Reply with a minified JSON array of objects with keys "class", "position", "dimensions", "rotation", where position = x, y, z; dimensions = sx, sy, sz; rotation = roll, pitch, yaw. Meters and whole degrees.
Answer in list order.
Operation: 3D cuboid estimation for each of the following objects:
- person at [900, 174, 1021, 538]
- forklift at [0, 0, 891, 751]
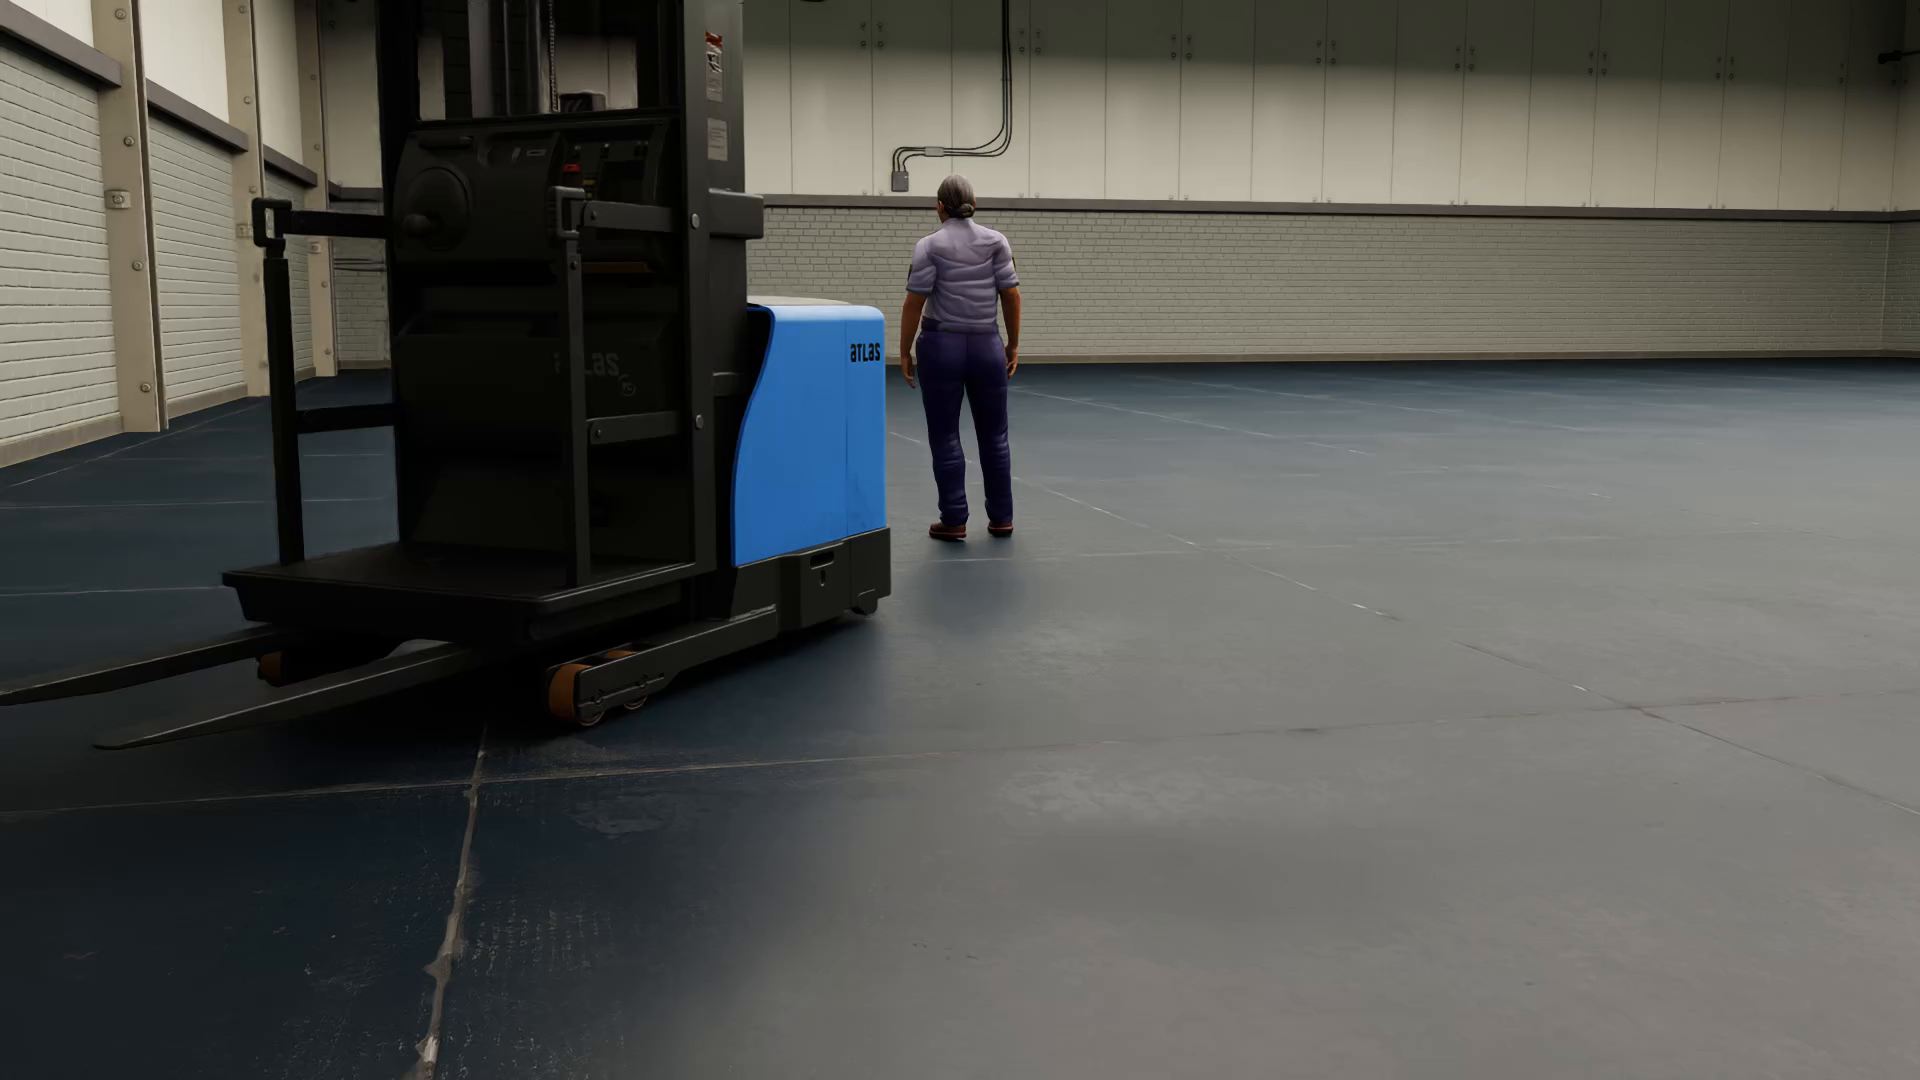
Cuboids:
[{"class":"person","position":[0.001,-0.836,7.684],"dimensions":[0.599,1.650,0.501],"rotation":[-2,8,-13]},{"class":"forklift","position":[-1.317,-1.038,4.552],"dimensions":[1.130,2.935,3.031],"rotation":[4,9,24]}]
